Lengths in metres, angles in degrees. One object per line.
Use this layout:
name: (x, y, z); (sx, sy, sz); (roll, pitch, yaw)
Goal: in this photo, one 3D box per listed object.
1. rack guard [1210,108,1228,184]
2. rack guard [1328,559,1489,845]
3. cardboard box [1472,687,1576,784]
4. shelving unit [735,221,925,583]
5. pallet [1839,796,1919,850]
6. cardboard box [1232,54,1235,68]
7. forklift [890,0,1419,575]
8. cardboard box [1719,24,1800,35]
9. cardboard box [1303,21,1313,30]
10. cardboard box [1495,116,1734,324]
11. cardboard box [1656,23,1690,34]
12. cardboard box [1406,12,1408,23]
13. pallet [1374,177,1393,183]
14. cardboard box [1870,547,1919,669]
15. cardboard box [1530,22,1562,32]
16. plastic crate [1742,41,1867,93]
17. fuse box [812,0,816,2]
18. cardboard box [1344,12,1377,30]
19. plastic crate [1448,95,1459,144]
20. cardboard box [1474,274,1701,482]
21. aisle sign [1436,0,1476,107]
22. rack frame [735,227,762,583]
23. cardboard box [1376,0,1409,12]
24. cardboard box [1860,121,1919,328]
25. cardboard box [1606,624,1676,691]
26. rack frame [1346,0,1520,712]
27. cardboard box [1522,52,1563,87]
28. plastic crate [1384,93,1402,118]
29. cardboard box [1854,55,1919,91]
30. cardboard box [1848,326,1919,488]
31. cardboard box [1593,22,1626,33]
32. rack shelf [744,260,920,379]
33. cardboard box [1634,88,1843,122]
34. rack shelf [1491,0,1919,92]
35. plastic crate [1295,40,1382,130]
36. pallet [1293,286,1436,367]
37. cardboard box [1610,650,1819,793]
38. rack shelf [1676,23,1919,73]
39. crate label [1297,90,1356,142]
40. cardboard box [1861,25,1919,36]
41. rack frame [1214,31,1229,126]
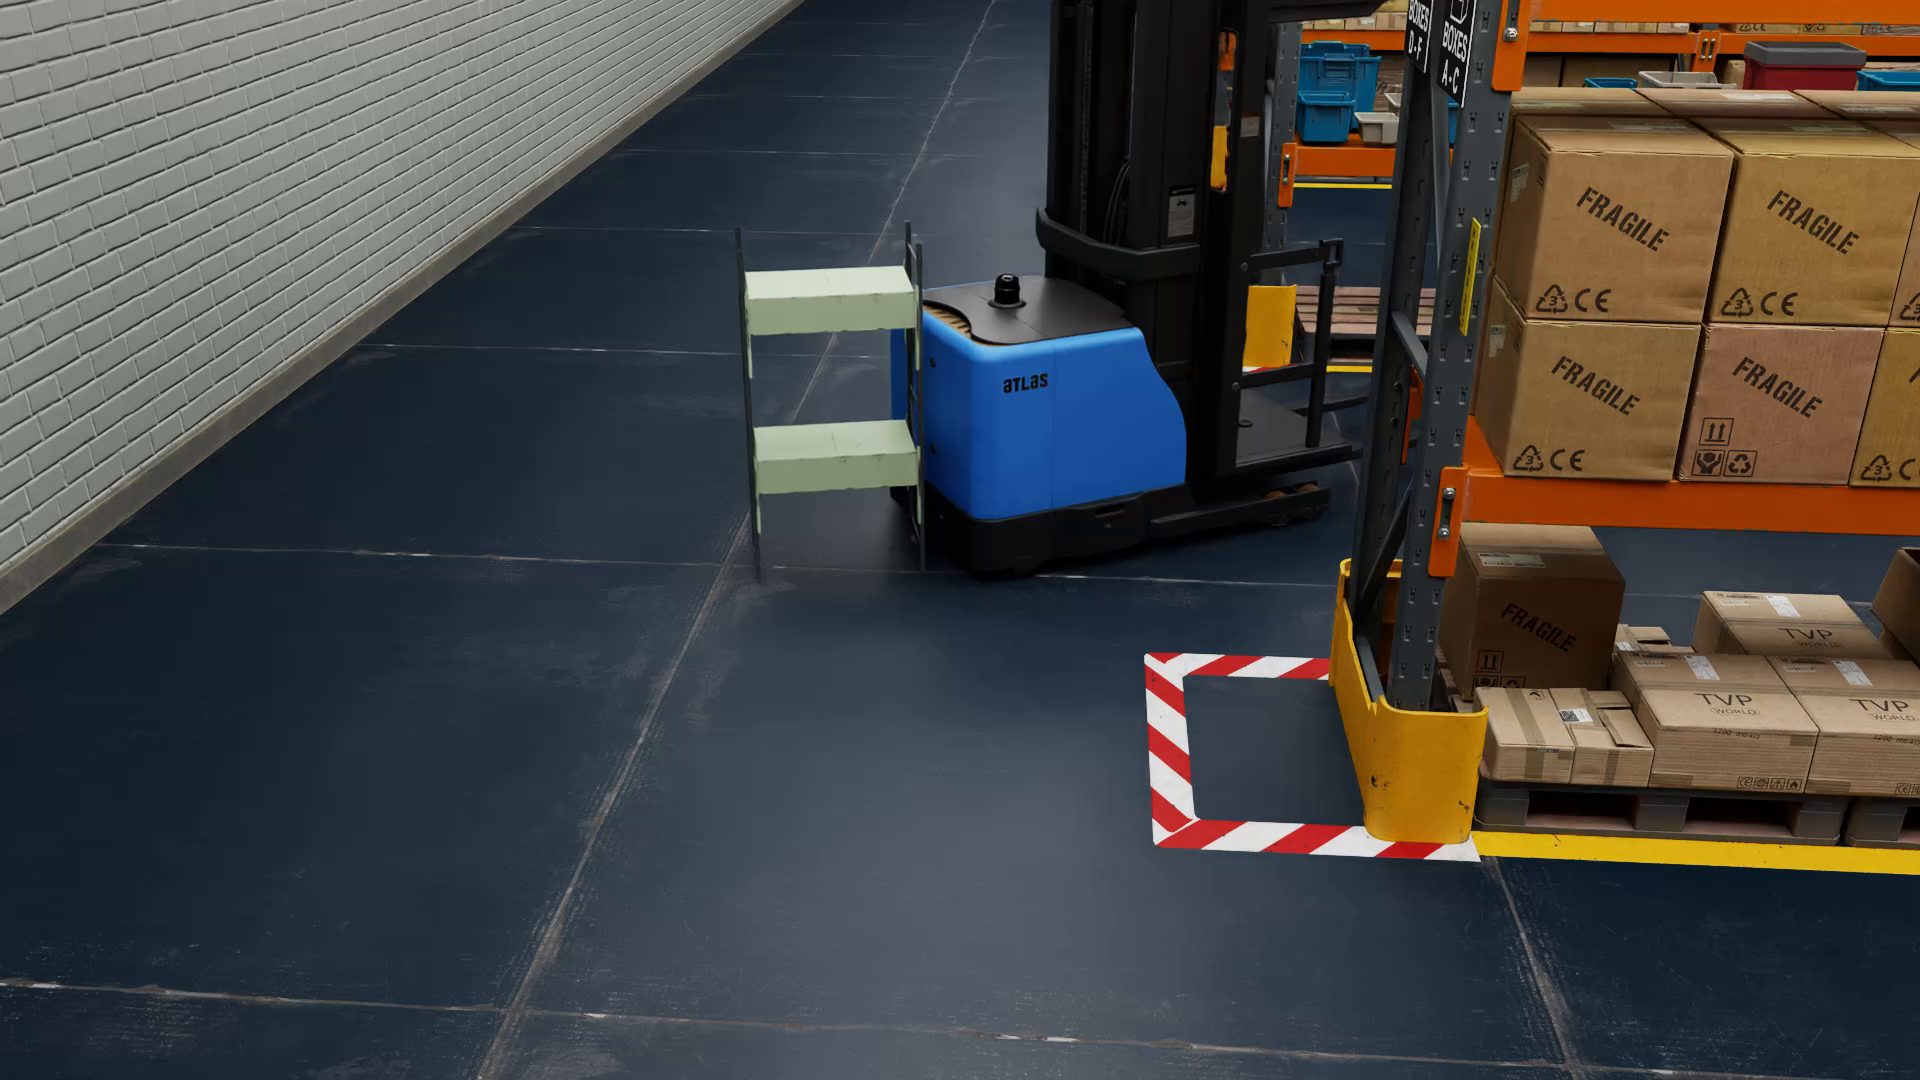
rack guard: (2.253, -3.587, 14.980); (0.348, 0.500, 1.175); (2, 25, 4)
rack guard: (1.591, 0.545, 6.001); (0.348, 0.500, 1.175); (2, 25, 4)
cardboard box: (1.906, 0.659, 5.647); (0.250, 0.149, 0.380); (2, 25, 4)
shelving unit: (-0.558, -0.596, 7.285); (0.755, 1.500, 0.431); (-4, 25, -8)
pallet: (3.599, 0.742, 5.919); (1.213, 0.211, 1.003); (2, 25, 4)
cardboard box: (3.255, -5.531, 19.123); (0.250, 0.149, 0.380); (2, 25, 5)
forklift: (1.217, -1.583, 7.718); (3.031, 2.935, 1.130); (-11, 27, -23)
cardboard box: (6.705, -4.520, 13.898); (0.500, 0.500, 0.500); (2, 25, 4)
cardboard box: (2.862, -4.451, 14.168); (0.250, 0.149, 0.380); (1, 25, 3)
cardboard box: (1.937, -0.968, 4.984); (0.500, 0.500, 0.500); (3, 25, 6)
cardboard box: (5.936, -4.352, 13.955); (0.250, 0.149, 0.380); (2, 25, 4)
cardboard box: (3.888, -4.418, 14.098); (0.250, 0.149, 0.380); (2, 25, 3)
pallet: (4.293, -3.421, 14.967); (1.213, 0.211, 1.003); (2, 25, 4)
cardboard box: (3.630, 0.412, 5.761); (0.637, 0.503, 0.797); (2, 25, 4)
cardboard box: (4.910, -4.385, 14.026); (0.250, 0.149, 0.380); (2, 25, 5)
plastic crate: (5.015, -2.718, 9.955); (0.583, 0.464, 0.402); (2, 25, 4)
fuse box: (-2.282, -9.308, 25.965); (0.414, 1.711, 0.539); (2, 25, 4)
cardboard box: (3.377, -4.435, 14.134); (0.250, 0.149, 0.380); (1, 25, 3)
plastic crate: (2.775, -2.442, 9.631); (0.300, 0.233, 0.416); (2, 25, 4)
cardboard box: (1.937, -0.514, 5.193); (0.500, 0.500, 0.500); (2, 25, 5)
aisle sign: (1.424, -1.653, 4.679); (0.004, 0.787, 0.394); (2, 25, 4)
rack frame: (-0.920, -0.573, 7.235); (0.023, 1.500, 0.400); (-4, 25, -8)
cardboard box: (3.754, -4.629, 14.079); (0.500, 0.250, 0.500); (1, 25, 2)
cardboard box: (2.957, -0.937, 4.915); (0.500, 0.500, 0.500); (2, 25, 5)
cardboard box: (2.473, 0.460, 6.059); (0.250, 0.166, 0.380); (2, 25, 4)
rack frame: (1.515, -0.593, 5.483); (0.127, 3.000, 1.000); (2, 25, 4)
cardboard box: (4.716, -3.902, 14.715); (0.875, 0.875, 0.875); (2, 25, 4)
plastic crate: (2.725, -2.614, 10.120); (0.243, 0.136, 0.396); (2, 25, 4)
cardboard box: (7.796, -3.779, 14.446); (0.875, 0.875, 1.225); (1, 25, 2)
cardboard box: (2.952, -0.482, 5.124); (0.500, 0.500, 0.500); (2, 25, 4)
cardboard box: (5.424, -4.369, 13.990); (0.250, 0.149, 0.380); (1, 25, 3)
rack shelf: (-0.558, -0.951, 7.122); (0.720, 0.370, 0.431); (-4, 25, -8)
cardboard box: (2.483, -1.177, 5.437); (0.500, 0.500, 0.500); (3, 25, 5)
rack shelf: (3.509, -1.565, 4.868); (4.000, 0.370, 1.077); (2, 25, 4)
plastic crate: (2.246, -2.768, 10.096); (0.499, 0.435, 0.616); (2, 25, 4)
pallet: (2.717, -1.348, 10.460); (1.213, 0.211, 1.003); (2, 25, 4)
cardboard box: (2.534, 0.608, 5.637); (0.500, 0.250, 0.500); (2, 25, 4)
rack shelf: (8.259, -4.203, 14.189); (4.000, 0.370, 1.077); (2, 25, 4)
crate label: (2.119, -2.463, 9.677); (0.303, 0.233, 0.416); (2, 25, 4)
cardboard box: (7.705, -4.488, 13.829); (0.500, 0.500, 0.500); (1, 25, 3)
rack frame: (2.277, -4.721, 14.456); (0.127, 3.000, 1.000); (2, 25, 4)
